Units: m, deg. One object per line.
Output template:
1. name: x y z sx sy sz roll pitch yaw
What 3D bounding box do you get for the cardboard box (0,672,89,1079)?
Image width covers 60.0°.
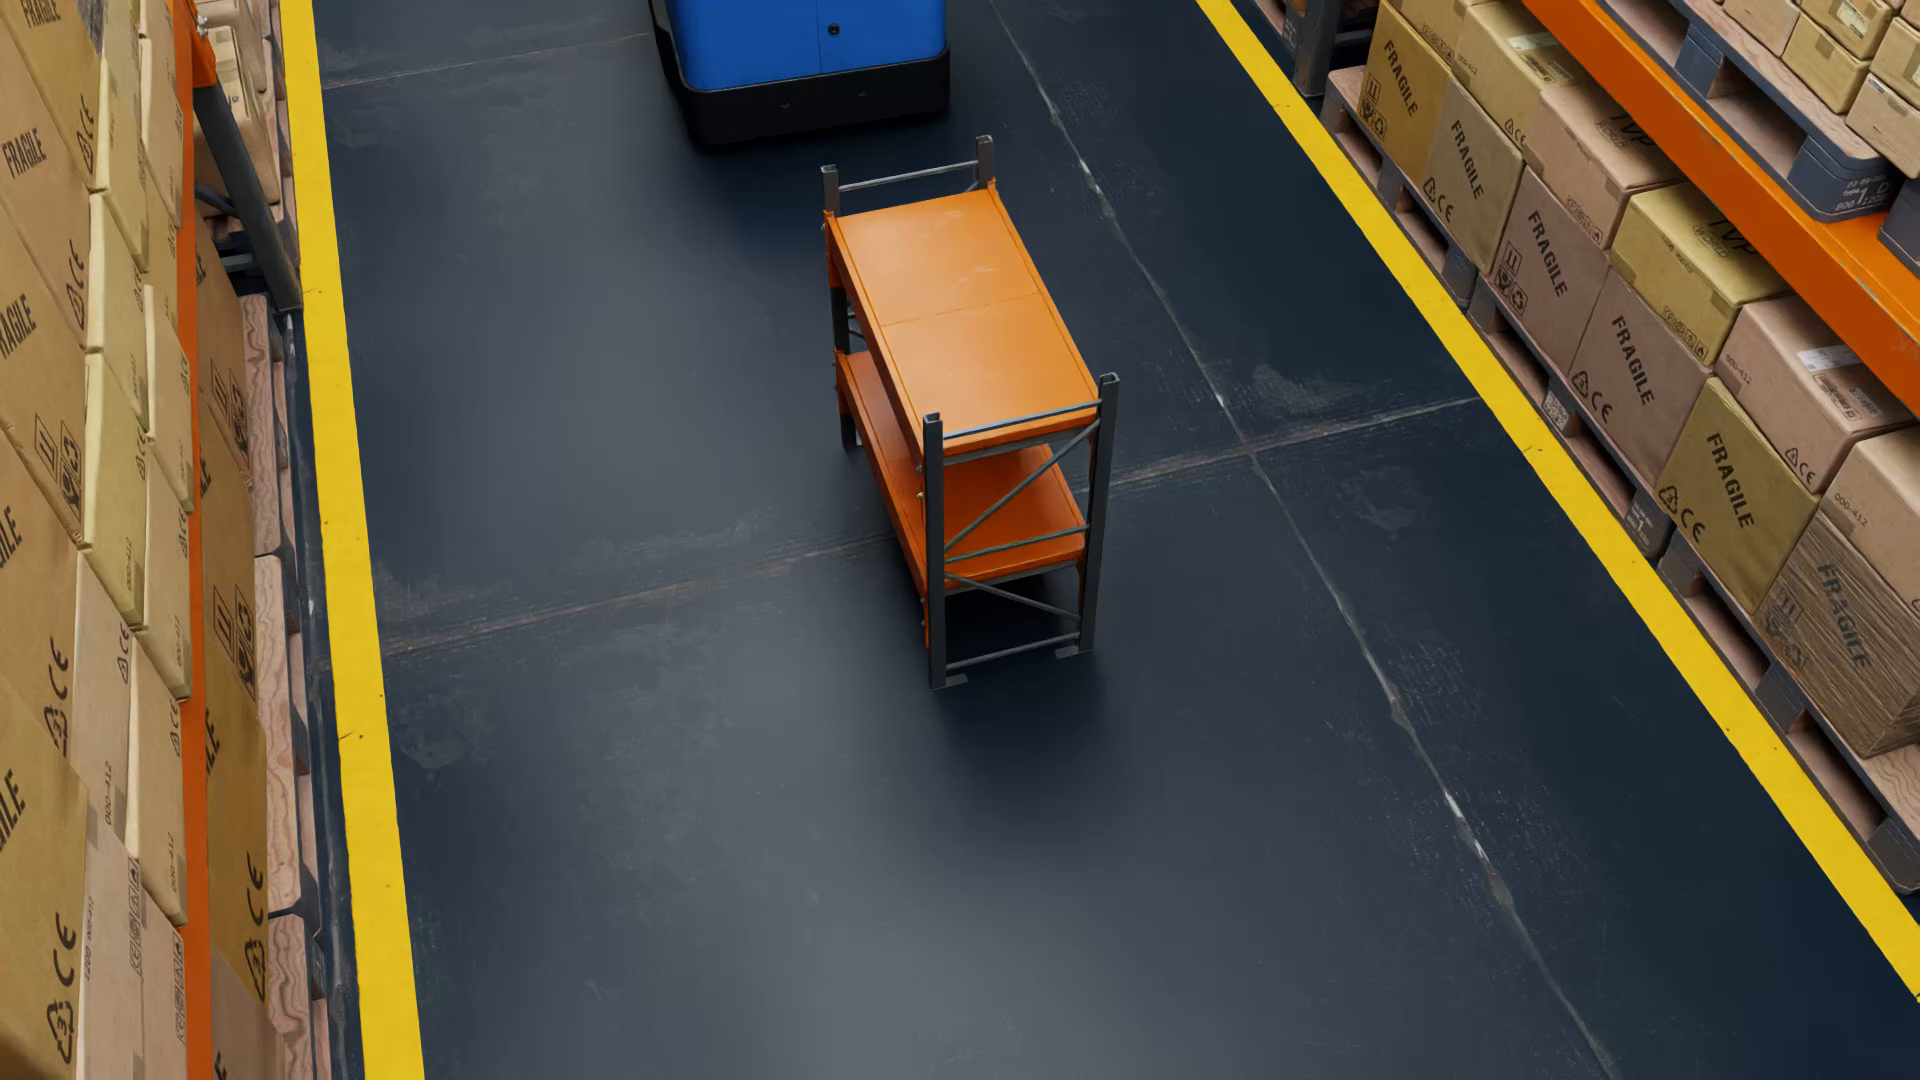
1. cardboard box: -1.512 0.460 2.181 0.500 0.500 0.500 -13 51 -11

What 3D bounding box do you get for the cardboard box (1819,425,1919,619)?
1. cardboard box: 2.580 -0.050 4.200 0.500 0.250 0.500 -15 51 -12

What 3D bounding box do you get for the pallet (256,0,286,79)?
1. pallet: -3.427 -2.282 7.036 1.003 0.211 1.213 -13 51 -11

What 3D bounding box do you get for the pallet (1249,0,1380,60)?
1. pallet: 1.698 -2.607 7.310 1.003 0.211 1.213 -13 51 -11

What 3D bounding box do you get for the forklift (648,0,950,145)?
1. forklift: -0.901 -3.634 6.396 1.130 2.935 3.031 -11 51 -9

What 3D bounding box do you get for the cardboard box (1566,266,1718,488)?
1. cardboard box: 2.283 -0.556 5.117 0.500 0.500 0.500 -14 51 -12

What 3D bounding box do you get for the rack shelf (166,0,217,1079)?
1. rack shelf: -2.248 -0.028 3.782 1.077 0.370 4.000 -13 51 -11

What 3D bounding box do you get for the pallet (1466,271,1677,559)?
1. pallet: 2.446 -0.554 5.579 1.003 0.211 1.213 -13 51 -11

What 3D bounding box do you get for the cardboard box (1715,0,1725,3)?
1. cardboard box: 2.192 -1.627 4.550 0.380 0.149 0.250 -13 51 -10

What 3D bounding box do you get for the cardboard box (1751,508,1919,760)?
1. cardboard box: 2.582 0.195 4.484 0.500 0.500 0.500 -14 51 -12

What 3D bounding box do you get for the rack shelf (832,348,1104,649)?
1. rack shelf: 0.002 -0.200 5.003 0.538 0.278 1.000 -13 51 -11

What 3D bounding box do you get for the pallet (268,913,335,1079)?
1. pallet: -1.957 1.553 3.802 1.003 0.211 1.213 -13 51 -11

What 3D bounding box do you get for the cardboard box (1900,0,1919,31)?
1. cardboard box: 2.435 -1.244 3.838 0.380 0.149 0.250 -15 51 -12

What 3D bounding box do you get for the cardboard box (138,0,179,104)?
1. cardboard box: -2.442 -1.361 4.534 0.500 0.250 0.500 -15 51 -12

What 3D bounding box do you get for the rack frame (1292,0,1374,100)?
1. rack frame: 1.859 -2.913 5.744 1.000 3.000 0.127 -13 51 -11

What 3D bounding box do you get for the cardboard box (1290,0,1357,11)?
1. cardboard box: 1.765 -2.789 6.836 1.050 0.750 0.750 -14 51 -11

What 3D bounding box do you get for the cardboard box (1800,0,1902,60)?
1. cardboard box: 2.342 -1.350 4.121 0.380 0.149 0.250 -13 51 -11

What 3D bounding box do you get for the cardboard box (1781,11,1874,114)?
1. cardboard box: 2.347 -1.242 4.225 0.380 0.149 0.250 -11 51 -9

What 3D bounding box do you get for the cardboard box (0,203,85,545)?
1. cardboard box: -1.835 -0.272 2.798 0.500 0.500 0.500 -14 51 -12

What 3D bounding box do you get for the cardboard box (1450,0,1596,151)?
1. cardboard box: 1.982 -1.556 5.470 0.500 0.250 0.500 -14 51 -11

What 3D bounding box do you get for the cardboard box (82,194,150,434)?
1. cardboard box: -1.974 -0.415 3.409 0.500 0.250 0.500 -15 51 -12

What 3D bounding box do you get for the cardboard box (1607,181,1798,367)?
1. cardboard box: 2.271 -0.811 4.842 0.500 0.250 0.500 -15 52 -13

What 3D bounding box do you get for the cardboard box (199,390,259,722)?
1. cardboard box: -2.455 0.005 4.399 0.875 0.875 0.875 -13 51 -11

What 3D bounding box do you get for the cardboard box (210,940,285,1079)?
1. cardboard box: -1.917 1.316 3.294 0.875 0.875 0.875 -12 51 -10

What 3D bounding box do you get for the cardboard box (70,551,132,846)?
1. cardboard box: -1.699 0.329 2.782 0.500 0.250 0.500 -13 51 -10

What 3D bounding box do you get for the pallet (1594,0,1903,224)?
1. pallet: 2.483 -1.415 4.606 1.003 0.211 1.213 -13 51 -11

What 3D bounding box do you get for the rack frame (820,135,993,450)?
1. rack frame: -0.148 -0.729 5.129 0.500 1.125 0.032 -13 51 -11

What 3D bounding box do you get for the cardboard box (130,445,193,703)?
1. cardboard box: -1.826 0.113 3.291 0.500 0.250 0.500 -14 51 -11

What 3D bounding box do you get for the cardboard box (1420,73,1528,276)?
1. cardboard box: 1.976 -1.302 5.746 0.500 0.500 0.500 -13 51 -11

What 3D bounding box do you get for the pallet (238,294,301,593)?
1. pallet: -2.679 -0.229 5.305 1.003 0.211 1.213 -13 51 -11

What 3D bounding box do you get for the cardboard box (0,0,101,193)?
1. cardboard box: -2.137 -1.019 3.428 0.500 0.500 0.500 -13 51 -11

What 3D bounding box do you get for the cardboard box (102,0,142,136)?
1. cardboard box: -2.299 -1.163 4.040 0.500 0.250 0.500 -14 51 -12

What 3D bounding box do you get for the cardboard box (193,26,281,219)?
1. cardboard box: -2.997 -1.424 5.932 0.950 0.372 0.625 -16 52 -13

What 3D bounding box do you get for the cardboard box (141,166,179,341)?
1. cardboard box: -2.143 -0.620 3.909 0.500 0.250 0.500 -14 51 -11

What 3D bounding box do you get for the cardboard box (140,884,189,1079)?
1. cardboard box: -1.535 0.868 2.654 0.500 0.250 0.500 -14 51 -12

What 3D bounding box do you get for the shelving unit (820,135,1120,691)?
1. shelving unit: 0.002 -0.358 4.816 0.538 1.125 1.048 -13 51 -11
